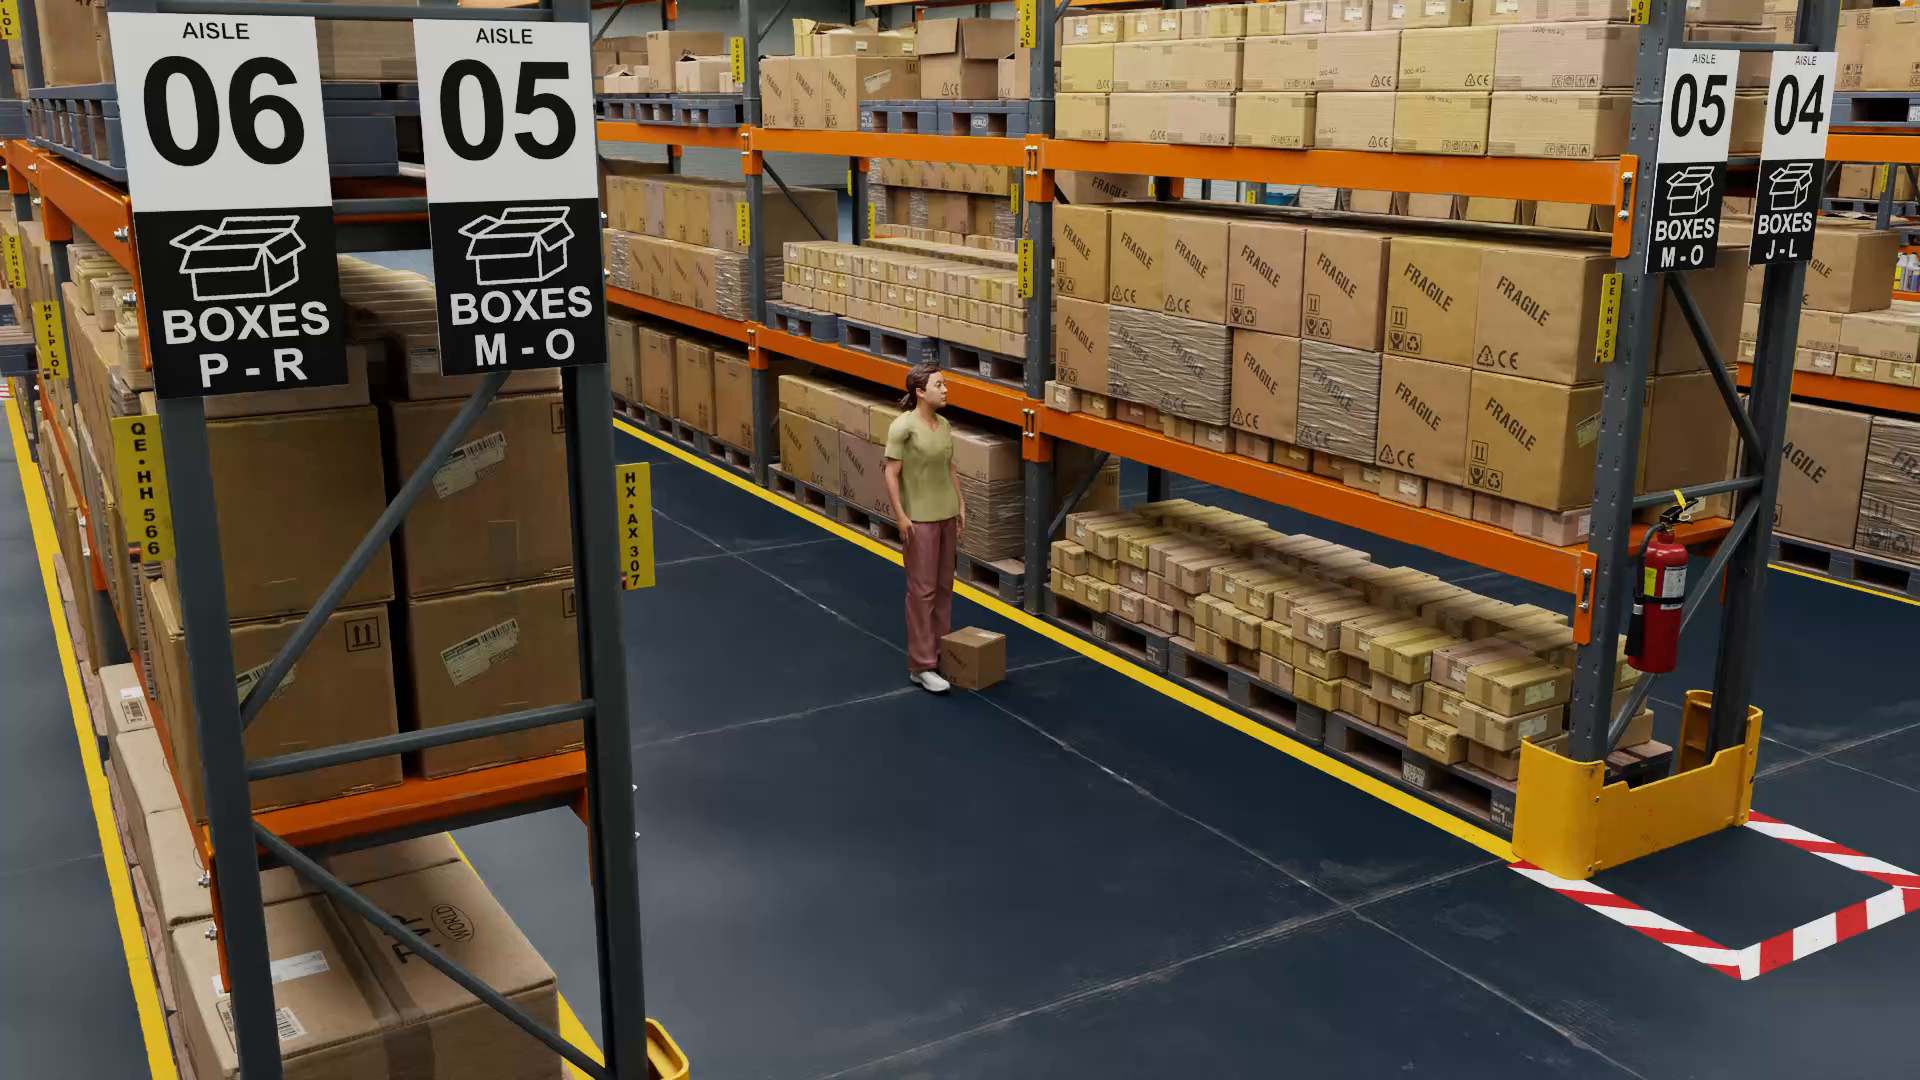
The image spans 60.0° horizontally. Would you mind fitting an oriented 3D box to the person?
[{"bbox_3d":[-0.116,-0.093,8.829,0.549,1.676,0.553,12,19,39],"label":"person"}]
